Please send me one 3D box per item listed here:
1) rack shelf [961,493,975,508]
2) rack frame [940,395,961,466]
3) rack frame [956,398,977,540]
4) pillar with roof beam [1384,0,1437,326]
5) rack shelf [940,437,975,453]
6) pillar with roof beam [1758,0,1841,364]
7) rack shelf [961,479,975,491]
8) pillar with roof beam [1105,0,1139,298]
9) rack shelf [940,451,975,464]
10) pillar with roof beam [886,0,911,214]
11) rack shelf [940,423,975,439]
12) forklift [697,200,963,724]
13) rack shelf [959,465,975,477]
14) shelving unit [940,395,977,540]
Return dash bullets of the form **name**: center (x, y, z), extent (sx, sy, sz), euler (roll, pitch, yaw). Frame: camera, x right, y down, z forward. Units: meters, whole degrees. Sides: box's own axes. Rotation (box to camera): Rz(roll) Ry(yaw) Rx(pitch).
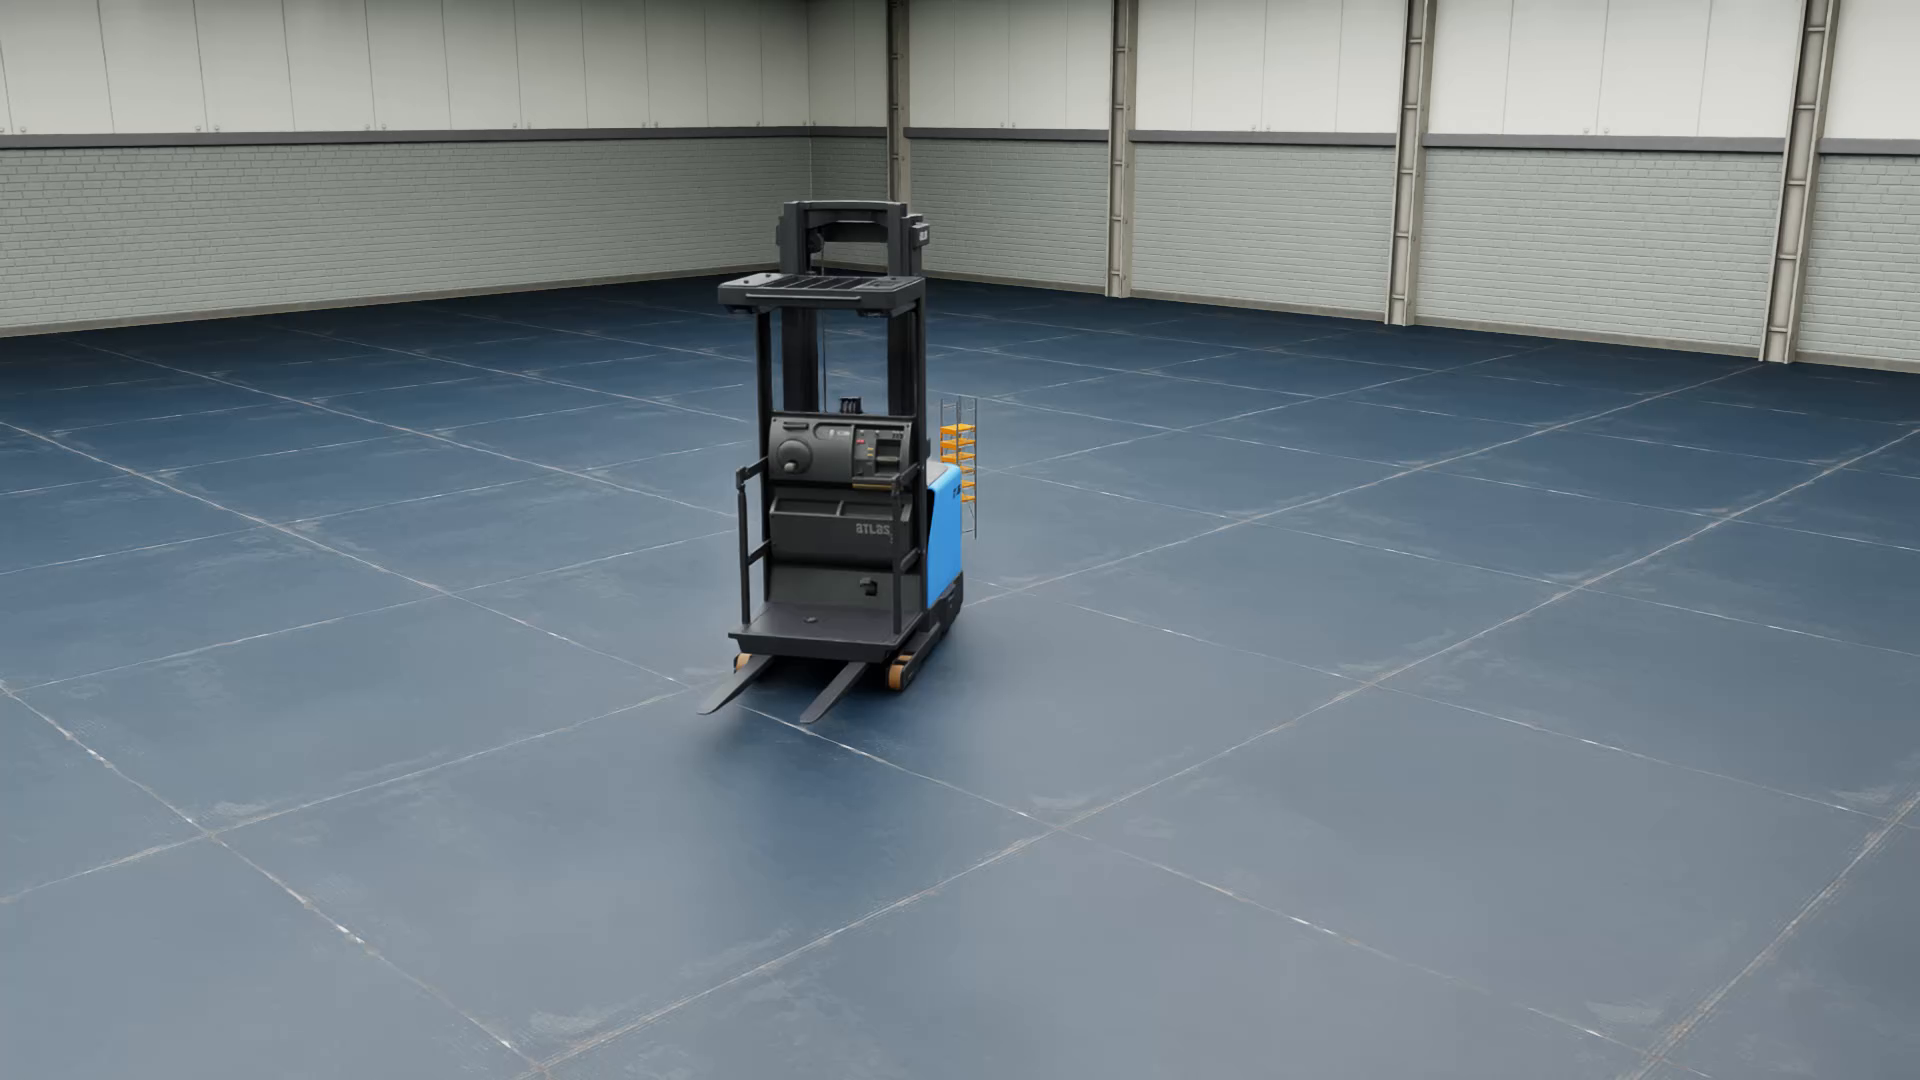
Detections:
- **rack shelf**: center (-0.010, -0.308, 13.862), extent (0.180, 0.103, 0.258), euler (14, 20, 42)
- **rack frame**: center (-0.076, -0.599, 13.852), extent (0.006, 1.200, 0.240), euler (14, 20, 42)
- **rack frame**: center (0.055, -0.567, 13.729), extent (0.006, 1.200, 0.240), euler (14, 20, 42)
- **pillar with roof beam**: center (4.354, -7.180, 23.640), extent (0.400, 9.000, 9.100), euler (14, 20, 42)
- **rack shelf**: center (-0.010, -0.772, 13.741), extent (0.180, 0.103, 0.258), euler (14, 20, 42)
- **pillar with roof beam**: center (8.673, -6.130, 19.610), extent (0.400, 9.000, 9.100), euler (14, 20, 42)
- **rack shelf**: center (-0.010, -0.424, 13.832), extent (0.180, 0.103, 0.258), euler (14, 20, 42)
- **pillar with roof beam**: center (0.034, -8.230, 27.670), extent (0.400, 9.000, 9.100), euler (14, 20, 42)
- **rack shelf**: center (-0.010, -0.656, 13.771), extent (0.180, 0.103, 0.258), euler (14, 20, 42)
- **pillar with roof beam**: center (-4.285, -9.280, 31.700), extent (0.400, 9.000, 9.100), euler (14, 20, 42)
- **rack shelf**: center (-0.010, -0.889, 13.711), extent (0.180, 0.103, 0.258), euler (14, 20, 42)
- **forklift**: center (-0.809, -0.584, 10.361), extent (1.130, 2.935, 3.031), euler (3, 15, 13)
- **rack shelf**: center (-0.010, -0.540, 13.802), extent (0.180, 0.103, 0.258), euler (14, 20, 42)
- **shelving unit**: center (-0.010, -0.583, 13.791), extent (0.189, 1.200, 0.258), euler (14, 20, 42)
